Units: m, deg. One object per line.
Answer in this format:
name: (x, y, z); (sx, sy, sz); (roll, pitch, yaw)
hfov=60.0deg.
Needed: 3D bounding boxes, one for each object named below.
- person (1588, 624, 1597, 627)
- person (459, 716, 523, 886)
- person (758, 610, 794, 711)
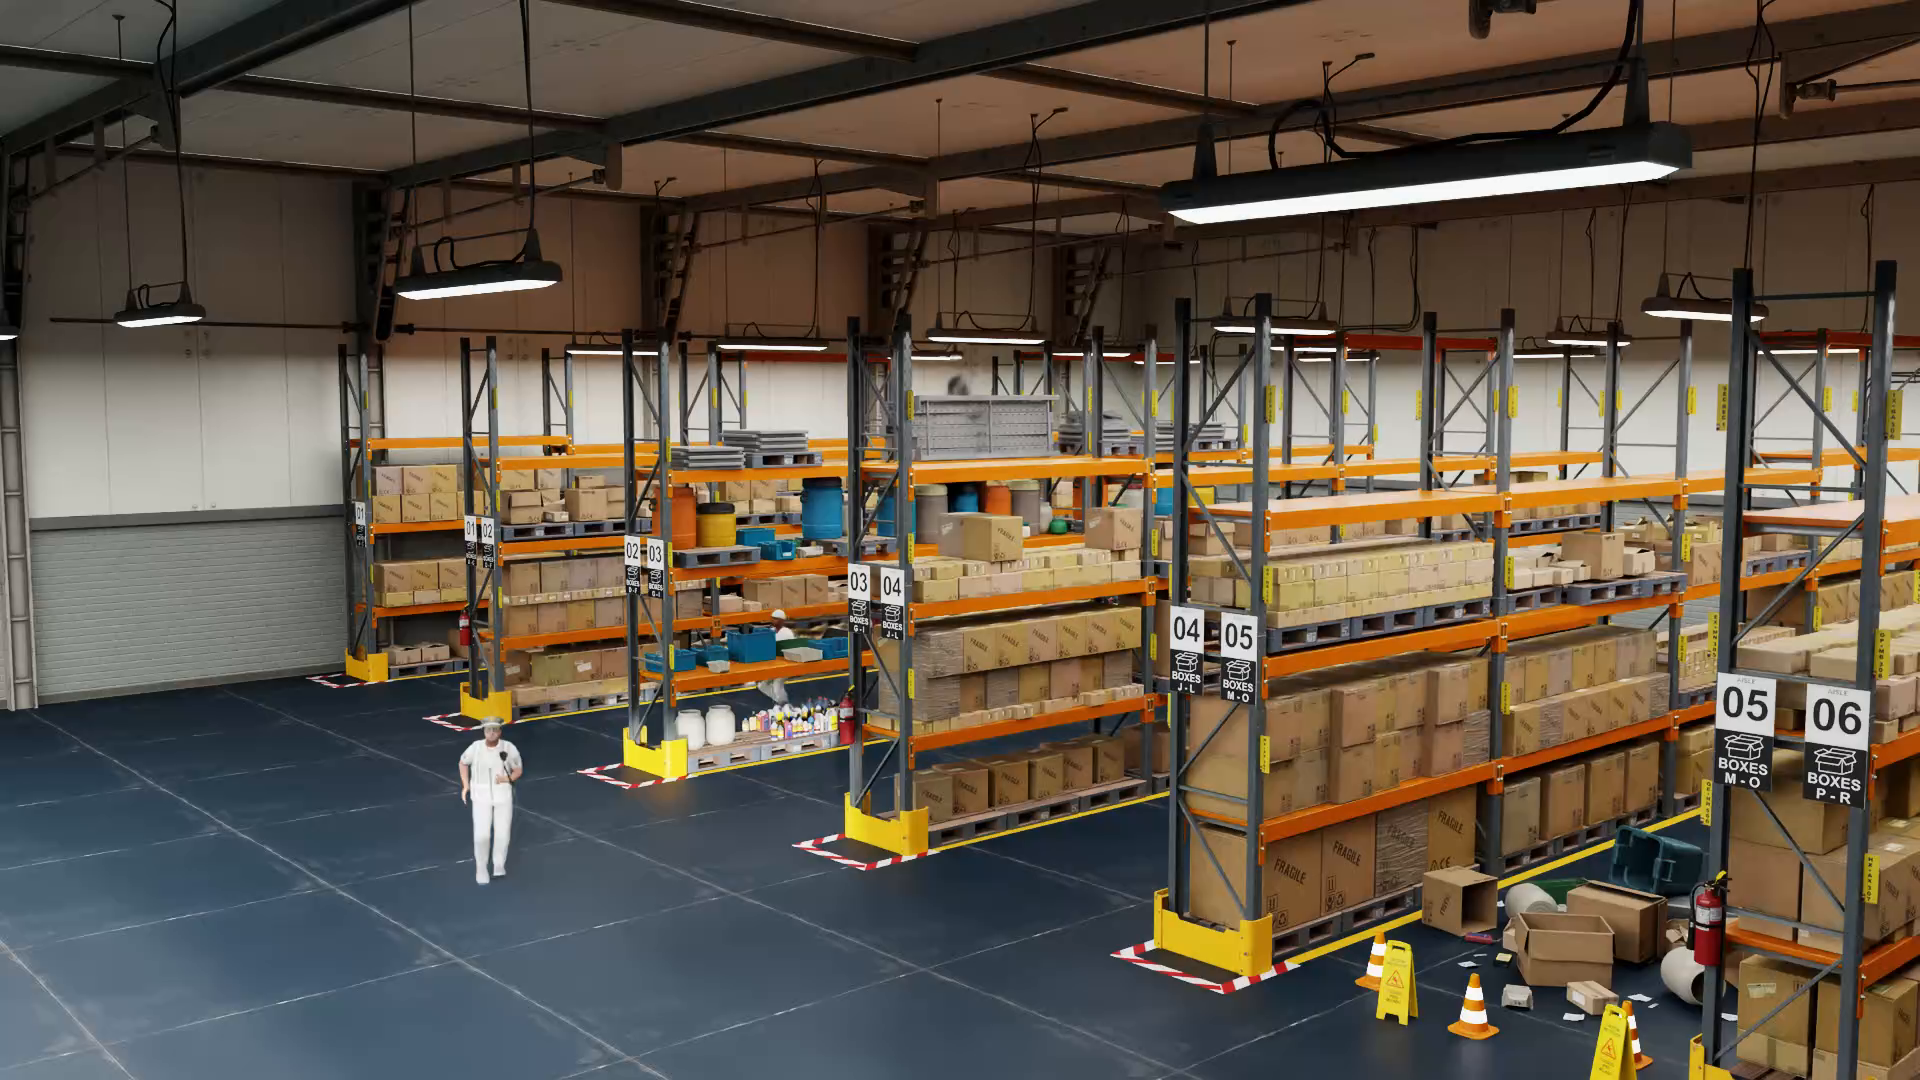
person: (9.211, 2.111, 24.341); (0.672, 1.785, 0.720); (4, 7, 39)
person: (-4.908, 2.730, 17.438); (0.636, 1.801, 0.713); (-2, 5, -18)
person: (-2.916, 1.954, 26.163); (0.690, 1.721, 0.597); (4, 7, 40)
